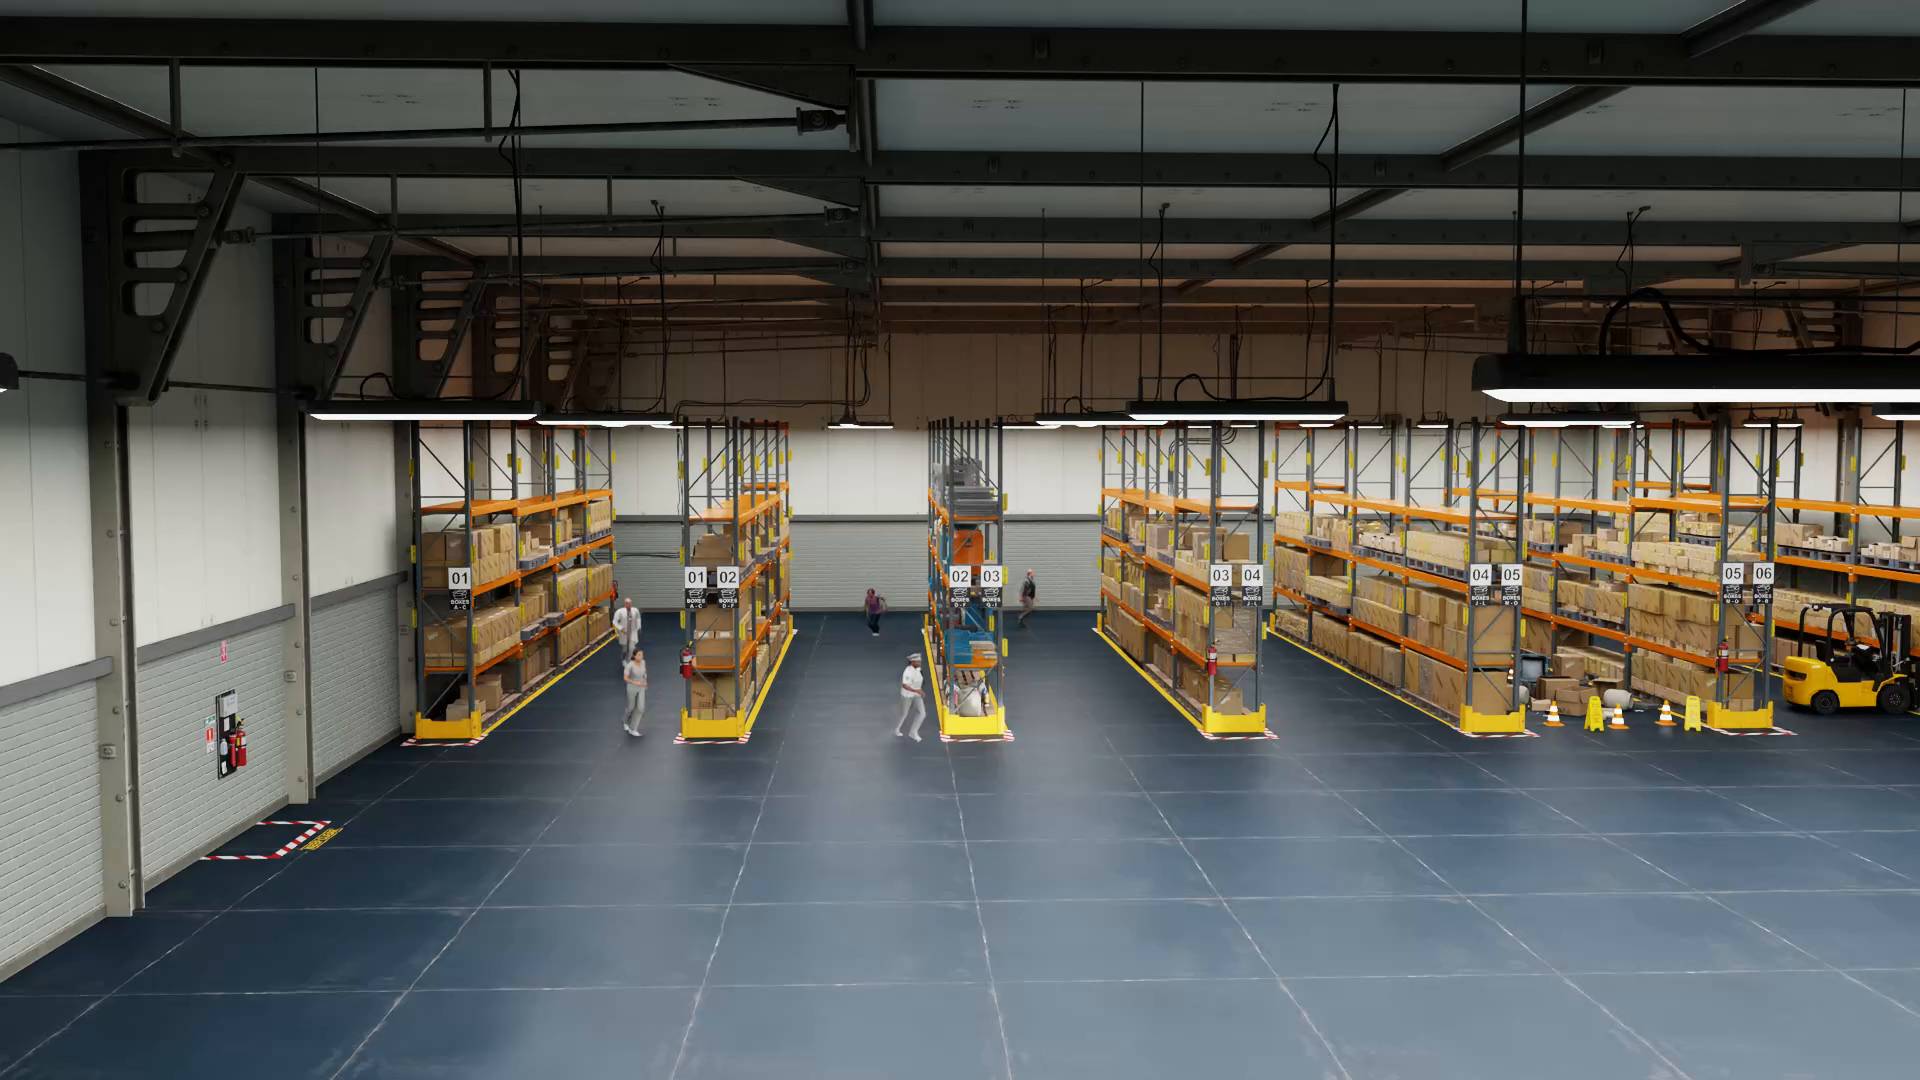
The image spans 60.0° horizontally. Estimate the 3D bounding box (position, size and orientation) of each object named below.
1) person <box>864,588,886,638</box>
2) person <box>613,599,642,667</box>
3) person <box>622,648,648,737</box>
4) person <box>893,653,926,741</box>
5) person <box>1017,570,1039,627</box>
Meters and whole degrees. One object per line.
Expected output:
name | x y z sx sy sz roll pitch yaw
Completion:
person | -2.240 1.938 43.912 0.555 1.373 0.734 1 4 14
person | -8.015 2.253 40.005 0.708 1.733 0.858 -1 4 -20
person | -6.189 2.852 31.520 0.557 1.660 0.775 -3 5 -35
person | -0.956 2.907 30.836 0.564 1.674 0.774 -4 5 -44
person | 1.985 1.711 48.595 0.516 1.683 0.765 2 4 23
